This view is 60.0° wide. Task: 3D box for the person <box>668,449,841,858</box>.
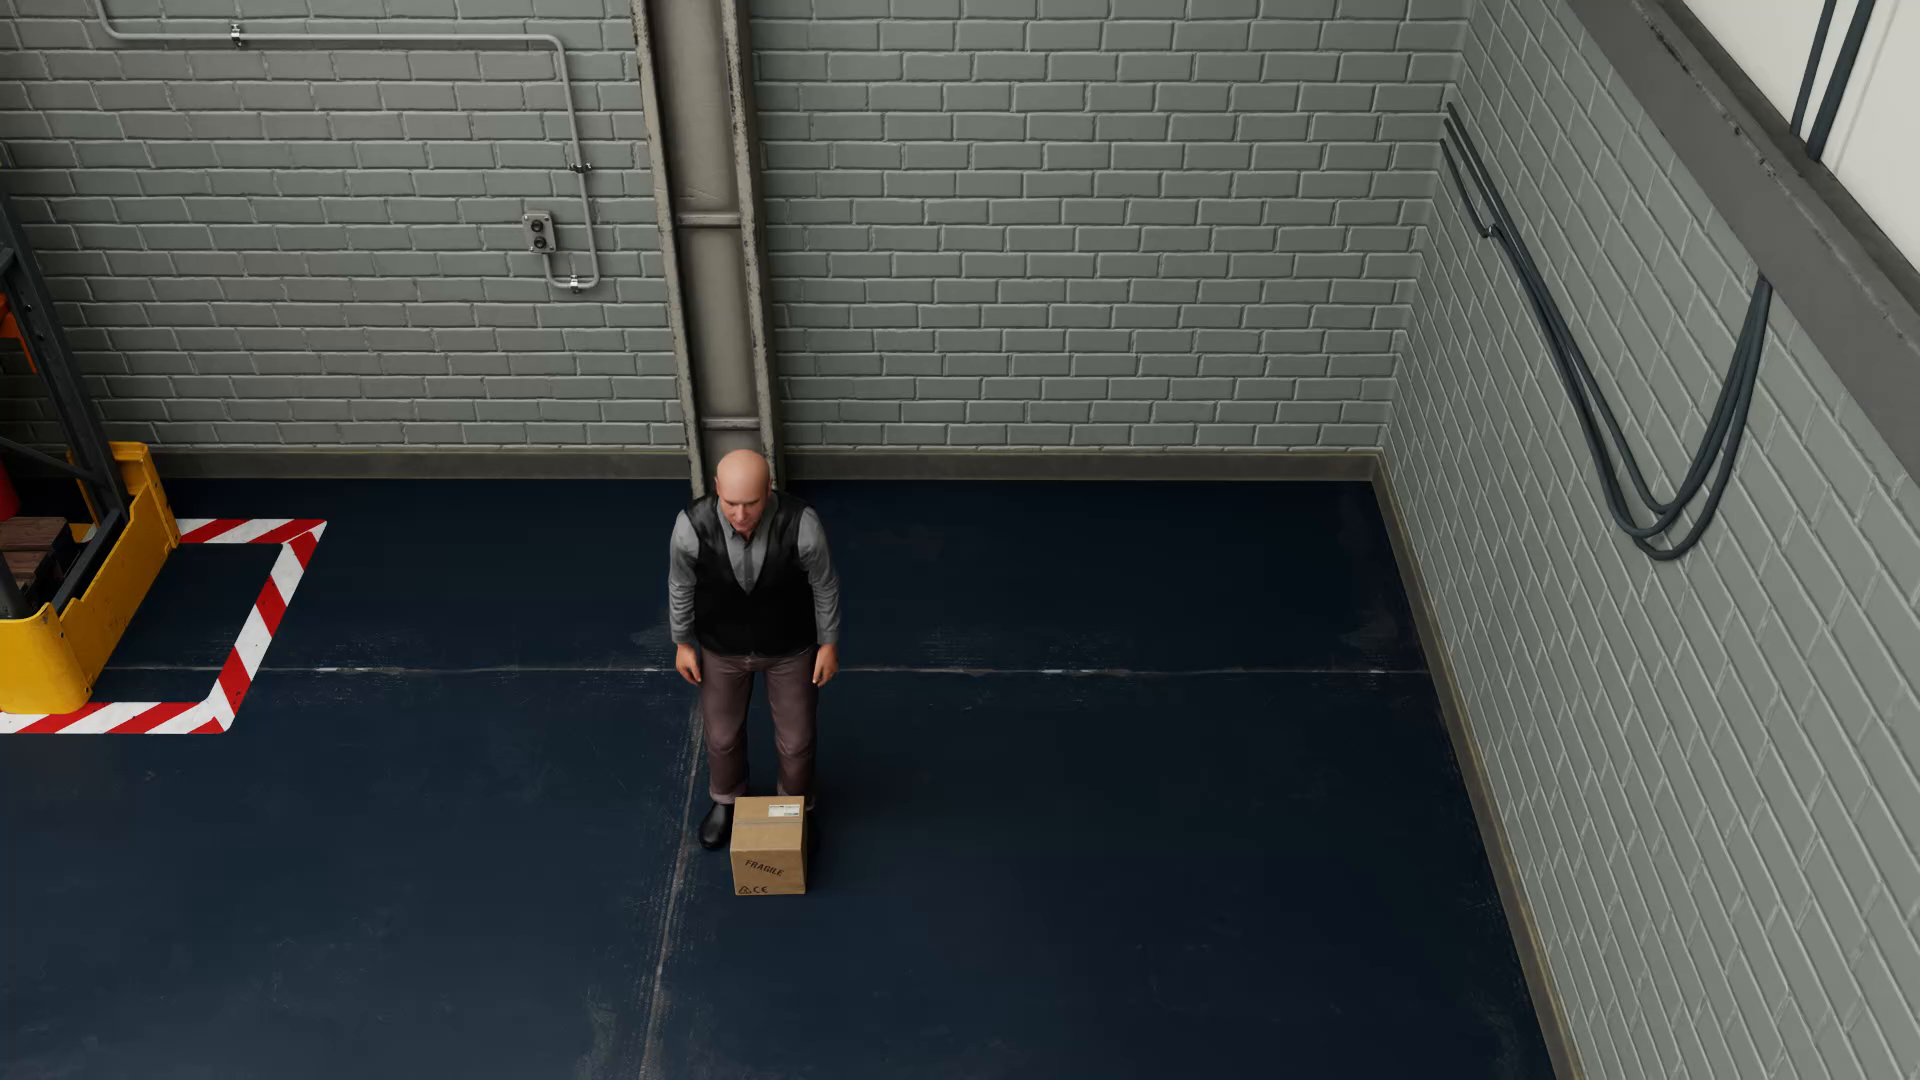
[{"bbox_3d":[-0.694,0.369,5.723,0.580,1.721,0.460,0,39,0],"label":"person"}]
